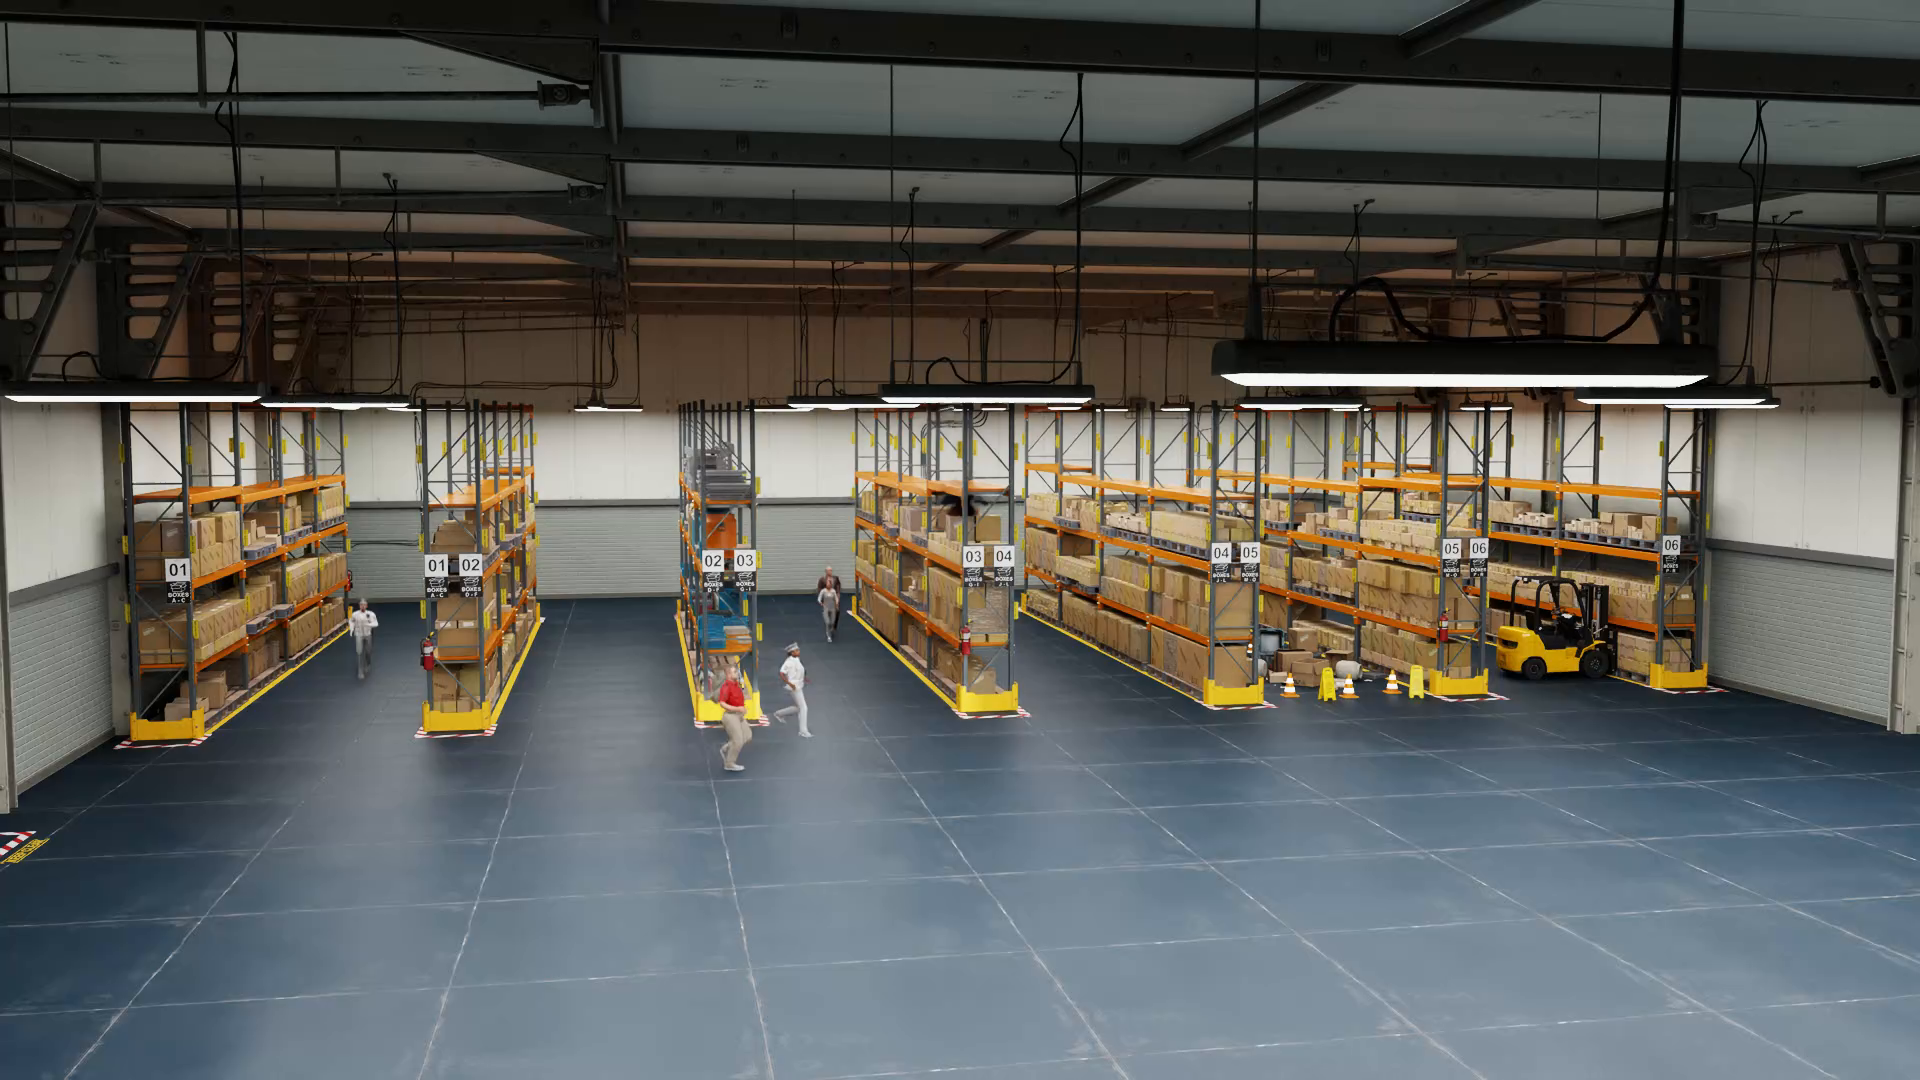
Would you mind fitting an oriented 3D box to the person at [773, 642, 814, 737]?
[{"bbox_3d":[-2.976,2.673,29.623,0.768,1.709,0.602,1,4,12],"label":"person"}]

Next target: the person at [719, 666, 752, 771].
[{"bbox_3d":[-3.609,2.897,26.735,0.594,1.609,0.657,1,4,13],"label":"person"}]

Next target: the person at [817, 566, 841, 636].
[{"bbox_3d":[-3.370,1.591,43.195,0.682,1.824,0.811,-1,5,-18],"label":"person"}]

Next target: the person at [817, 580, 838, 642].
[{"bbox_3d":[-3.341,1.779,42.133,0.540,1.562,0.552,-1,4,-14],"label":"person"}]

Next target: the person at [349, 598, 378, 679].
[{"bbox_3d":[-13.018,2.117,36.307,0.604,1.705,0.914,-1,5,-19],"label":"person"}]
